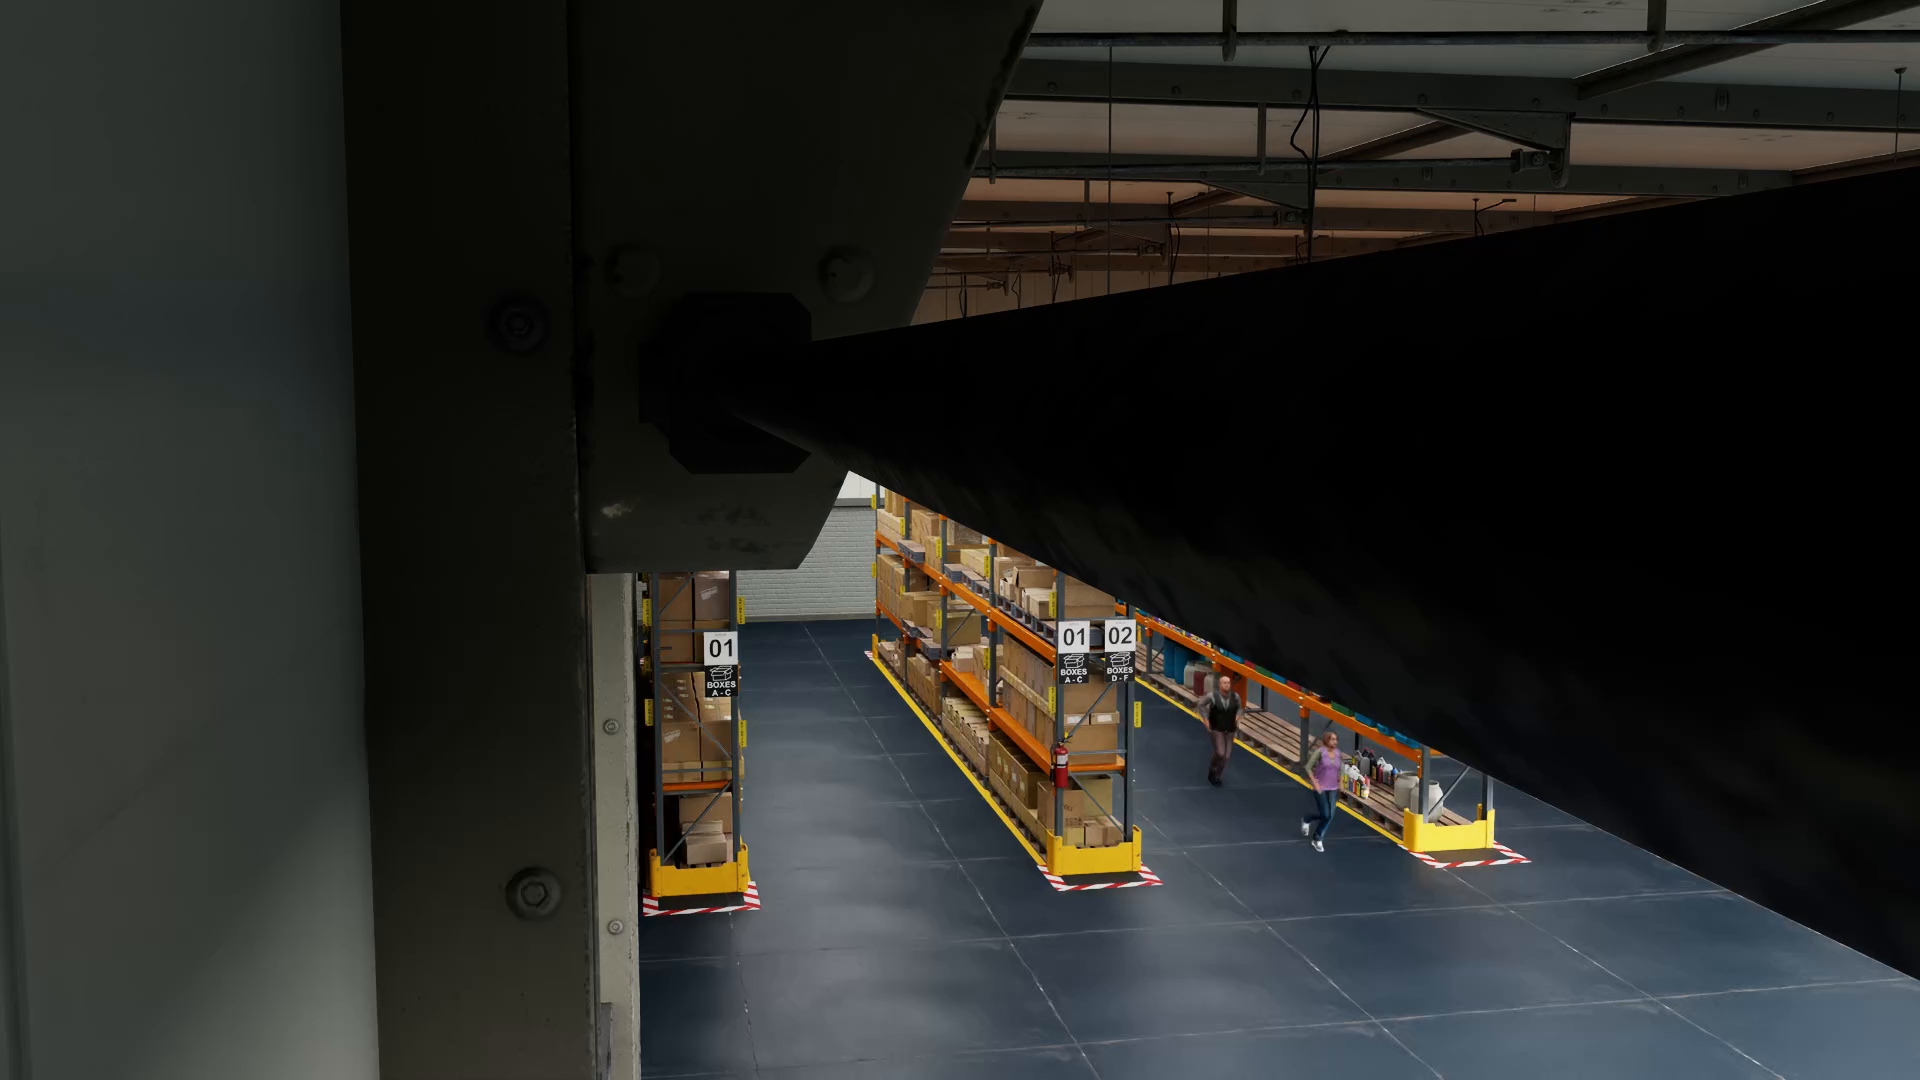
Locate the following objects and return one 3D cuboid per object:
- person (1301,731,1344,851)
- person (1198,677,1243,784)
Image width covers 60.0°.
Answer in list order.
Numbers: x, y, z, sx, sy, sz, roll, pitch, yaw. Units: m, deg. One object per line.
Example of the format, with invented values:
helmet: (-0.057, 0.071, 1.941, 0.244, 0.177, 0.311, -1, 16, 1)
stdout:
person: (4.862, 3.312, 22.107, 0.552, 1.568, 0.492, -2, 6, -23)
person: (3.985, 2.899, 25.207, 0.658, 1.678, 0.659, -1, 6, -12)
